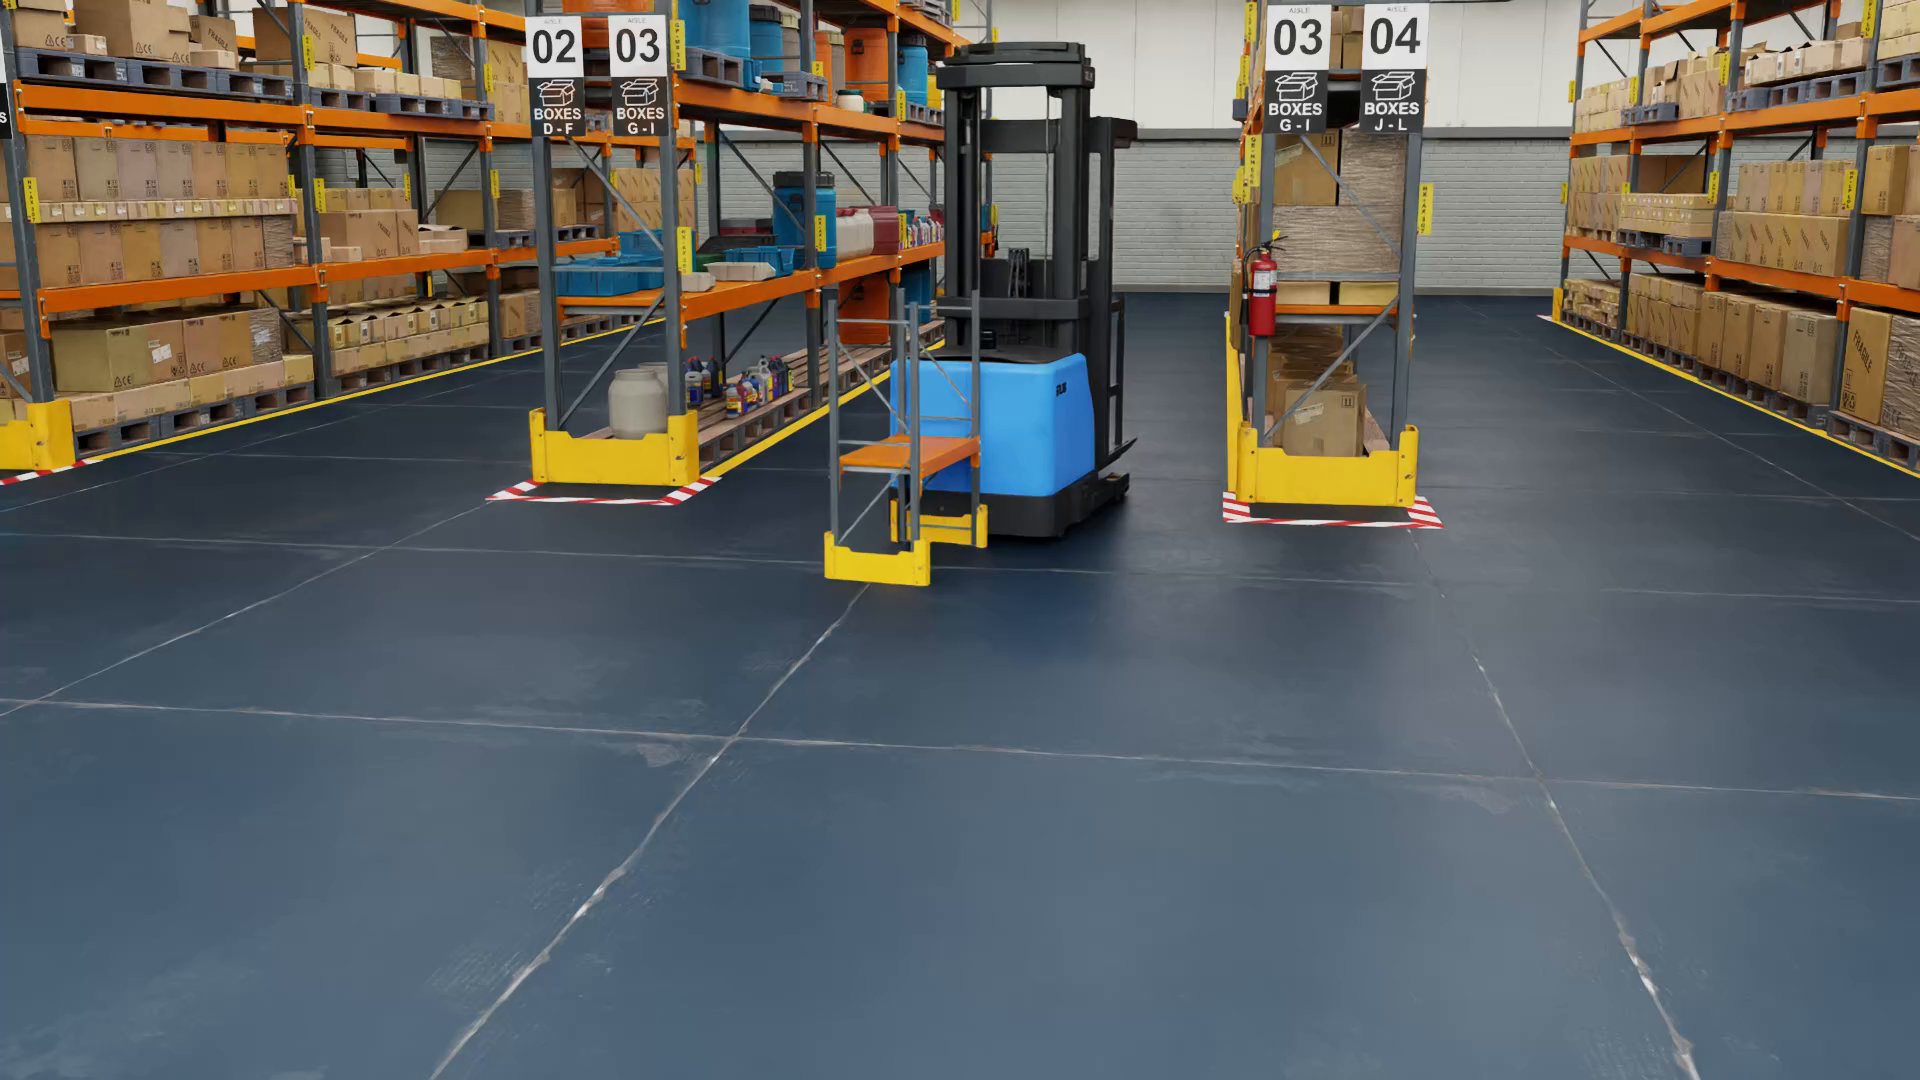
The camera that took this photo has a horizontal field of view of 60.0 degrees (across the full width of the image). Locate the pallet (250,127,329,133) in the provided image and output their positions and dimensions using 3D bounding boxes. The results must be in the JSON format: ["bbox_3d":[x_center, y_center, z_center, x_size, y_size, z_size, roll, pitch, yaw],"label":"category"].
[{"bbox_3d":[-10.253,-6.295,25.173,1.003,0.211,1.213,2,12,9],"label":"pallet"}]

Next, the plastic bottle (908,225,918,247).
[{"bbox_3d":[-0.616,-3.856,21.060,0.152,0.276,0.135,2,12,9],"label":"plastic bottle"}]

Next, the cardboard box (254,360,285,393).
[{"bbox_3d":[-6.666,-1.531,15.505,0.500,0.250,0.500,2,12,9],"label":"cardboard box"}]

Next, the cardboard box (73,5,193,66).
[{"bbox_3d":[-7.102,-4.329,14.265,0.797,0.503,0.637,3,13,15],"label":"cardboard box"}]

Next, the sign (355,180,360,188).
[{"bbox_3d":[-10.321,-6.016,28.544,0.100,0.325,0.005,2,12,9],"label":"sign"}]

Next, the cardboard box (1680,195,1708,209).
[{"bbox_3d":[8.228,-3.748,18.454,0.380,0.149,0.250,2,12,8],"label":"cardboard box"}]

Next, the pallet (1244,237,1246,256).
[{"bbox_3d":[3.675,-3.142,17.909,1.213,0.211,1.003,2,12,9],"label":"pallet"}]

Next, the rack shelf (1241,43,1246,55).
[{"bbox_3d":[4.602,-7.022,23.874,1.077,0.370,4.000,2,12,9],"label":"rack shelf"}]

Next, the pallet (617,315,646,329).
[{"bbox_3d":[-5.387,-3.322,24.907,1.003,0.211,1.213,2,12,9],"label":"pallet"}]

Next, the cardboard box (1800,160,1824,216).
[{"bbox_3d":[8.175,-3.227,15.236,0.700,0.500,0.500,2,12,9],"label":"cardboard box"}]

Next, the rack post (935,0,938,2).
[{"bbox_3d":[-0.760,-7.102,21.768,0.937,0.300,0.954,2,12,8],"label":"rack post"}]

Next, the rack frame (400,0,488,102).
[{"bbox_3d":[-6.109,-6.642,19.454,1.000,3.000,0.127,2,12,9],"label":"rack frame"}]

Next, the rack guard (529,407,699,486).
[{"bbox_3d":[-2.480,-0.678,11.954,1.175,0.500,0.348,2,12,9],"label":"rack guard"}]

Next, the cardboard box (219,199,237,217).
[{"bbox_3d":[-6.712,-2.967,14.866,0.380,0.149,0.250,2,12,8],"label":"cardboard box"}]

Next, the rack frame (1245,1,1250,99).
[{"bbox_3d":[4.294,-7.153,21.825,1.000,3.000,0.127,2,12,9],"label":"rack frame"}]

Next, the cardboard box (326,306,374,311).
[{"bbox_3d":[-6.711,-2.422,18.313,0.500,0.311,0.500,2,12,8],"label":"cardboard box"}]

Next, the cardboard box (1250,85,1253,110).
[{"bbox_3d":[3.206,-4.477,16.883,0.500,0.250,0.500,2,12,10],"label":"cardboard box"}]

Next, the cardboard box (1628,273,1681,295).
[{"bbox_3d":[8.805,-3.243,21.079,0.500,0.250,0.500,1,12,6],"label":"cardboard box"}]

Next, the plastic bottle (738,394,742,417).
[{"bbox_3d":[-1.843,-1.119,13.663,0.097,0.201,0.097,0,12,0],"label":"plastic bottle"}]

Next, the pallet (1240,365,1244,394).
[{"bbox_3d":[3.367,-1.609,16.957,1.003,0.211,1.213,2,12,9],"label":"pallet"}]

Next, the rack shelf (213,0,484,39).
[{"bbox_3d":[-6.416,-5.679,17.640,1.077,0.370,4.000,2,12,9],"label":"rack shelf"}]

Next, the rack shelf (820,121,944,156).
[{"bbox_3d":[-0.907,-5.079,21.029,1.077,0.370,4.000,2,12,9],"label":"rack shelf"}]

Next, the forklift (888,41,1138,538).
[{"bbox_3d":[0.523,-1.710,10.970,1.130,2.935,3.031,4,13,18],"label":"forklift"}]

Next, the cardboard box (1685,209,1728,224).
[{"bbox_3d":[8.191,-3.551,18.246,0.380,0.149,0.250,2,12,10],"label":"cardboard box"}]

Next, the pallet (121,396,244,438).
[{"bbox_3d":[-7.073,-1.095,14.572,1.003,0.211,1.213,2,12,9],"label":"pallet"}]

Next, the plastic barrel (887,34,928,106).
[{"bbox_3d":[-0.711,-5.937,21.117,0.600,0.901,0.708,2,12,9],"label":"plastic barrel"}]

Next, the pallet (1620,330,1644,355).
[{"bbox_3d":[9.061,-2.513,21.155,1.003,0.211,1.213,2,12,9],"label":"pallet"}]

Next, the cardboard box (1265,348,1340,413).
[{"bbox_3d":[2.882,-1.337,14.014,0.500,0.500,0.500,6,14,27],"label":"cardboard box"}]

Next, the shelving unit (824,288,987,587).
[{"bbox_3d":[-0.286,-0.610,9.265,0.587,1.500,1.083,4,13,18],"label":"shelving unit"}]

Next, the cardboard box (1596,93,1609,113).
[{"bbox_3d":[9.225,-6.107,23.260,0.500,0.250,0.500,1,12,7],"label":"cardboard box"}]

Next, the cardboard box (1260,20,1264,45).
[{"bbox_3d":[2.288,-3.542,11.599,0.380,0.149,0.250,2,12,9],"label":"cardboard box"}]

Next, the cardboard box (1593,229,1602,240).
[{"bbox_3d":[9.162,-4.311,23.472,0.380,0.149,0.250,2,12,10],"label":"cardboard box"}]

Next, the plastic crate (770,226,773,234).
[{"bbox_3d":[-1.968,-2.947,16.588,0.392,0.384,0.575,2,12,9],"label":"plastic crate"}]

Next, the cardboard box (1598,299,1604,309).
[{"bbox_3d":[9.122,-3.287,23.191,0.380,0.149,0.250,2,12,10],"label":"cardboard box"}]

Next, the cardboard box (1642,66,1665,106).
[{"bbox_3d":[9.013,-5.684,20.893,0.700,0.500,0.500,2,12,9],"label":"cardboard box"}]

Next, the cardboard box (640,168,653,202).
[{"bbox_3d":[-4.985,-5.383,25.241,0.500,0.500,0.500,2,12,7],"label":"cardboard box"}]

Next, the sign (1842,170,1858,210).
[{"bbox_3d":[7.412,-2.916,13.844,0.100,0.325,0.005,2,12,9],"label":"sign"}]

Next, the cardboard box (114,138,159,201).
[{"bbox_3d":[-7.094,-3.050,13.707,0.700,0.500,0.500,2,12,9],"label":"cardboard box"}]

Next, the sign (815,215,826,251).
[{"bbox_3d":[-1.288,-2.831,15.351,0.100,0.325,0.005,2,12,9],"label":"sign"}]

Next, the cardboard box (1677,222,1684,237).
[{"bbox_3d":[8.226,-3.458,18.517,0.380,0.149,0.250,2,12,8],"label":"cardboard box"}]

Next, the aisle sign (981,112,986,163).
[{"bbox_3d":[0.316,-6.490,26.817,0.394,0.787,0.004,2,12,9],"label":"aisle sign"}]

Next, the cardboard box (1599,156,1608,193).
[{"bbox_3d":[9.152,-5.042,22.953,0.500,0.500,0.500,2,12,10],"label":"cardboard box"}]

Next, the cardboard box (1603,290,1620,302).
[{"bbox_3d":[9.009,-3.330,22.684,0.380,0.149,0.250,2,12,8],"label":"cardboard box"}]

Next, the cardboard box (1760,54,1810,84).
[{"bbox_3d":[8.159,-4.605,16.245,0.500,0.250,0.500,2,12,10],"label":"cardboard box"}]

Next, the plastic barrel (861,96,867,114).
[{"bbox_3d":[-1.202,-4.886,18.792,0.294,0.245,0.294,0,12,0],"label":"plastic barrel"}]

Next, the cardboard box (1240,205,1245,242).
[{"bbox_3d":[3.976,-4.182,22.039,0.500,0.500,0.500,2,12,9],"label":"cardboard box"}]

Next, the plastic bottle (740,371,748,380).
[{"bbox_3d":[-1.858,-1.322,14.410,0.061,0.283,0.133,2,12,9],"label":"plastic bottle"}]

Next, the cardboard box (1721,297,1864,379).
[{"bbox_3d":[8.251,-2.006,16.523,1.050,0.750,0.750,2,12,10],"label":"cardboard box"}]

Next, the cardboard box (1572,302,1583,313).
[{"bbox_3d":[9.260,-3.426,24.539,0.380,0.149,0.250,2,12,9],"label":"cardboard box"}]

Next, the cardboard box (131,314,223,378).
[{"bbox_3d":[-6.804,-1.688,14.458,0.500,0.500,0.500,2,12,9],"label":"cardboard box"}]

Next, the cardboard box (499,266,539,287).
[{"bbox_3d":[-5.963,-3.601,22.691,0.500,0.250,0.500,2,12,9],"label":"cardboard box"}]

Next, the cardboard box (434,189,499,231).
[{"bbox_3d":[-6.123,-4.098,20.656,0.700,0.500,0.500,-2,12,-10],"label":"cardboard box"}]

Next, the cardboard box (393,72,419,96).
[{"bbox_3d":[-6.285,-4.983,18.235,0.500,0.250,0.500,2,12,8],"label":"cardboard box"}]

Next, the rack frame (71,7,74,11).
[{"bbox_3d":[-11.004,-6.802,20.195,1.000,3.000,0.127,2,12,9],"label":"rack frame"}]

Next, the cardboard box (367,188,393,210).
[{"bbox_3d":[-9.943,-5.423,27.324,0.980,0.700,0.700,2,12,8],"label":"cardboard box"}]

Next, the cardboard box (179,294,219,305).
[{"bbox_3d":[-10.620,-3.355,22.545,0.750,0.750,0.750,2,12,8],"label":"cardboard box"}]
